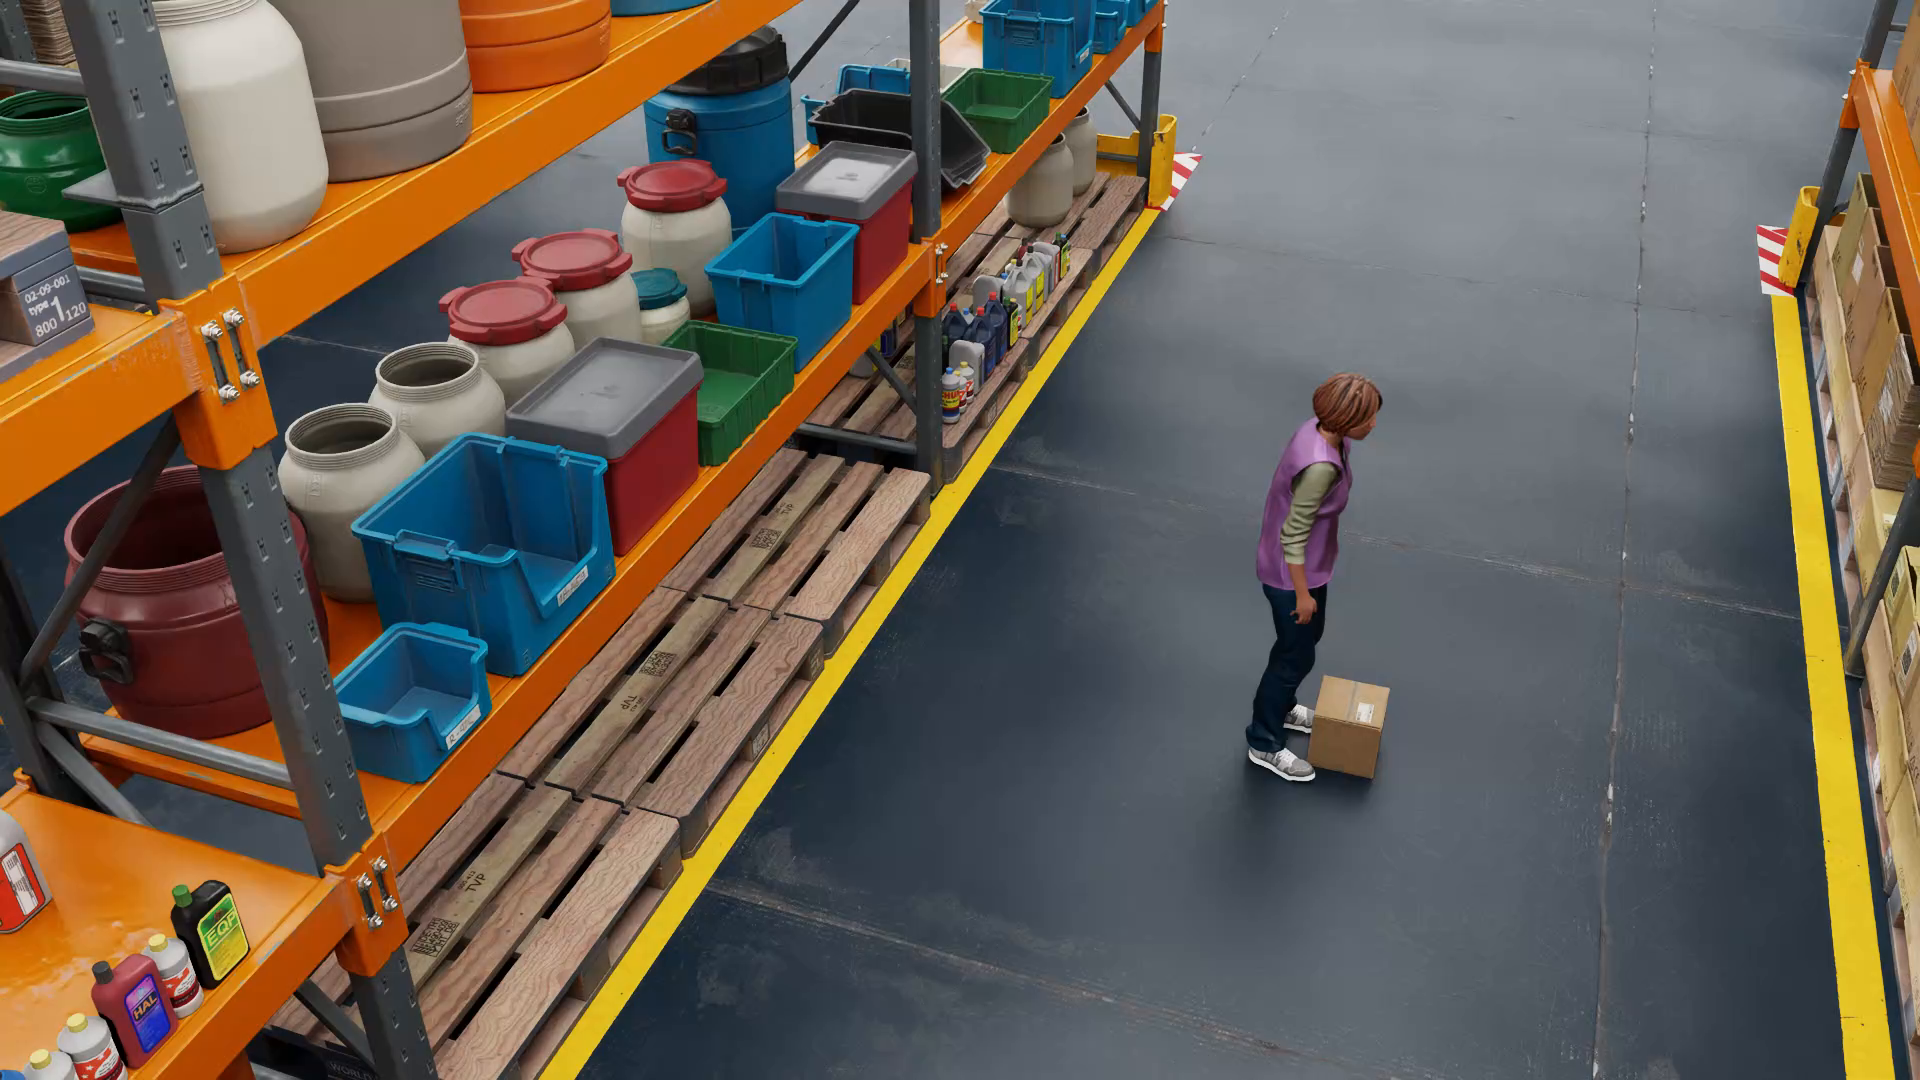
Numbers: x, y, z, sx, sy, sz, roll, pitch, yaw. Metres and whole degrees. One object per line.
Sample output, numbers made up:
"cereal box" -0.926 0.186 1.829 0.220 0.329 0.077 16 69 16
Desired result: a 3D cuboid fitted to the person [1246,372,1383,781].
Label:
"person" 1.242 0.110 5.986 0.347 1.592 0.464 11 35 16
